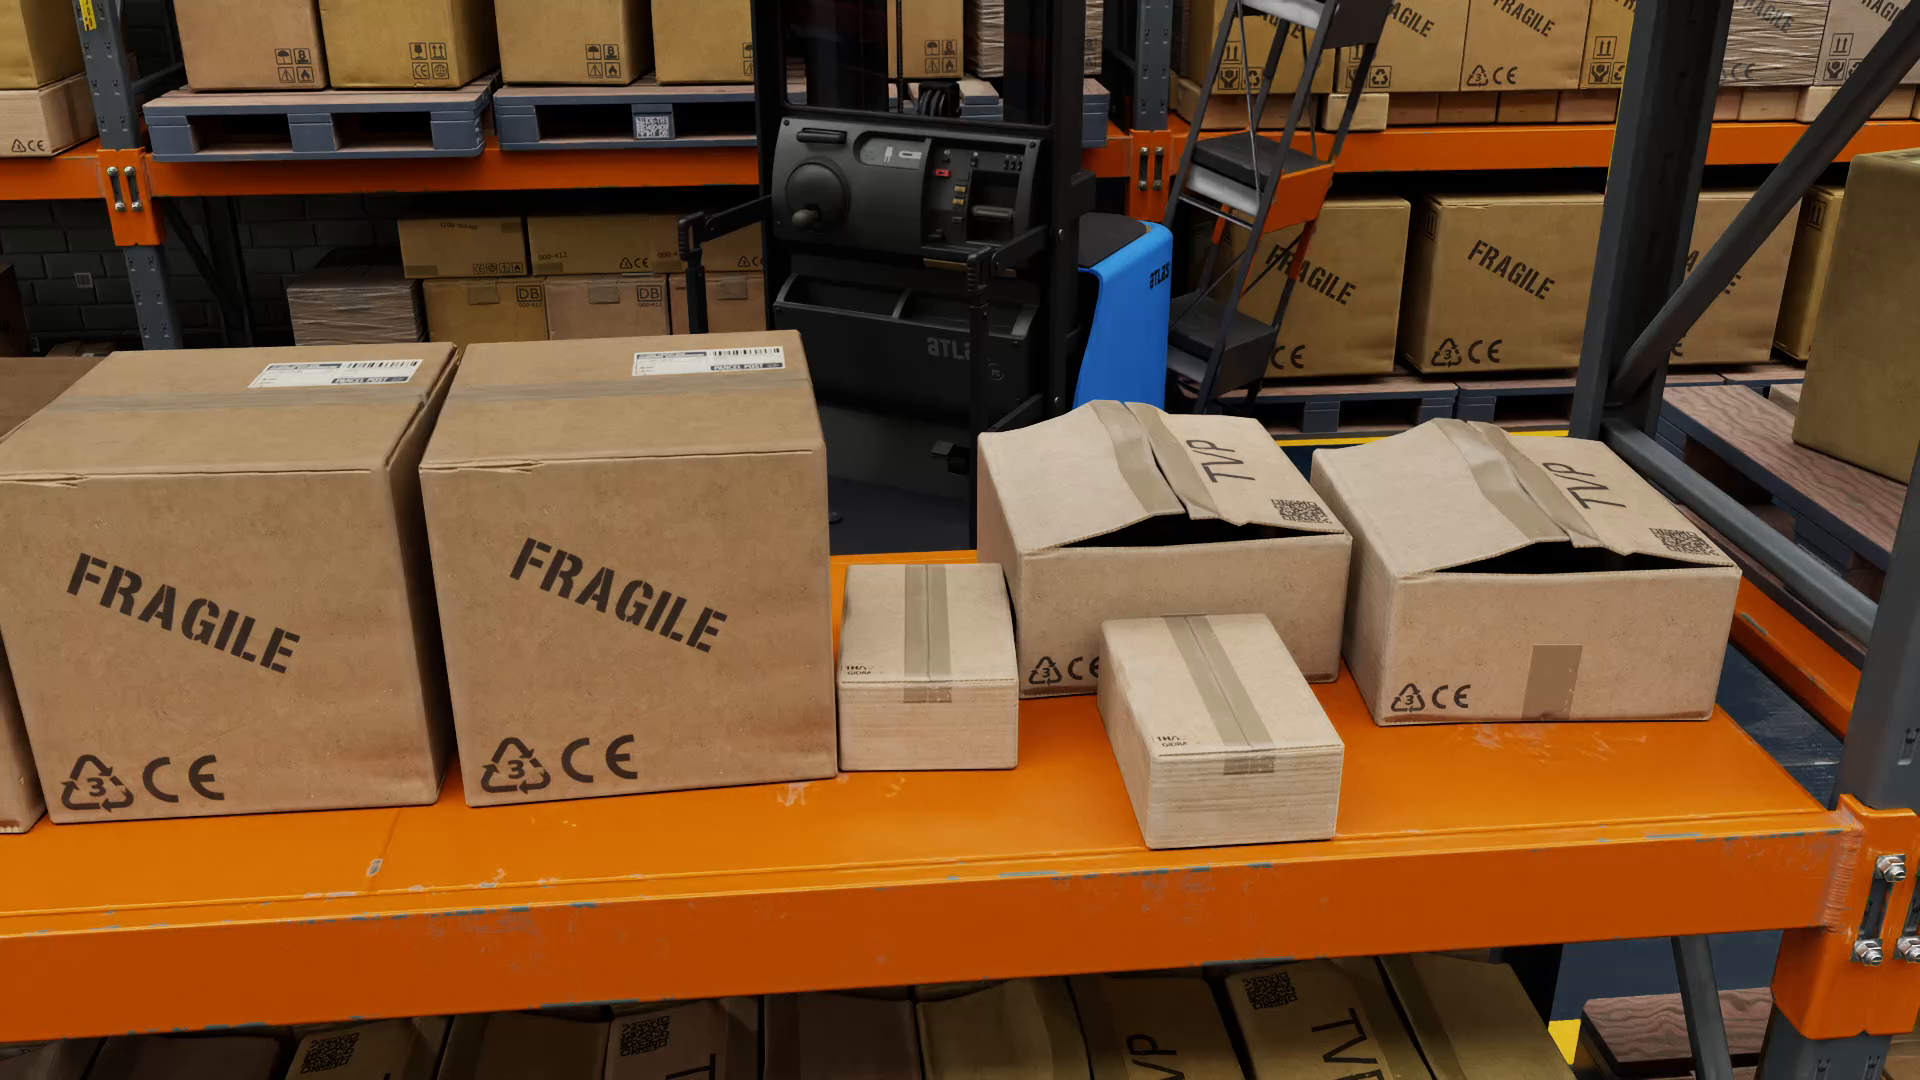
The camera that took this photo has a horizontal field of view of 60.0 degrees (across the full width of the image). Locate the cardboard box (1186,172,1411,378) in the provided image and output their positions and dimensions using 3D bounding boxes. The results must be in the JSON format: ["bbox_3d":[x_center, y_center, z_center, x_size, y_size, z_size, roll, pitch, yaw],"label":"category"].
[{"bbox_3d":[1.469,-1.197,7.379,0.750,0.750,0.750,-3,24,-6],"label":"cardboard box"}]

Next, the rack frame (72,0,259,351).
[{"bbox_3d":[-3.257,-1.851,6.722,0.127,3.000,1.000,-2,24,-5],"label":"rack frame"}]

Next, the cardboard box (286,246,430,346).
[{"bbox_3d":[-2.526,-0.946,7.221,0.500,0.500,0.700,-1,24,-3],"label":"cardboard box"}]

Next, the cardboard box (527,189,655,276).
[{"bbox_3d":[-1.571,-1.330,7.162,0.500,0.250,0.500,-3,24,-7],"label":"cardboard box"}]

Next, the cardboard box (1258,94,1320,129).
[{"bbox_3d":[1.326,-1.831,6.961,0.250,0.149,0.380,-2,24,-4],"label":"cardboard box"}]

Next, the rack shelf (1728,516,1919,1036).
[{"bbox_3d":[3.205,0.240,2.902,4.000,0.370,1.077,-2,24,-5],"label":"rack shelf"}]

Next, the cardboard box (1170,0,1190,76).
[{"bbox_3d":[1.168,-2.327,7.278,0.500,0.500,0.500,-2,24,-5],"label":"cardboard box"}]

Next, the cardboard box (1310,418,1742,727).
[{"bbox_3d":[0.848,0.029,2.602,0.500,0.311,0.500,-1,24,-2],"label":"cardboard box"}]

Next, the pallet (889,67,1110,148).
[{"bbox_3d":[0.025,-1.852,6.959,1.003,0.211,1.213,-2,24,-5],"label":"pallet"}]

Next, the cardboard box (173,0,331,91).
[{"bbox_3d":[-2.747,-2.104,6.627,0.500,0.500,0.700,-2,24,-5],"label":"cardboard box"}]

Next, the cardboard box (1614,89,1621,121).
[{"bbox_3d":[2.862,-1.898,7.112,0.250,0.149,0.380,-2,24,-3],"label":"cardboard box"}]

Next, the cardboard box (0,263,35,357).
[{"bbox_3d":[-4.286,-0.852,7.010,0.500,0.500,0.500,-4,24,-9],"label":"cardboard box"}]

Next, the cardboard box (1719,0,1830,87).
[{"bbox_3d":[3.262,-2.200,6.992,0.500,0.500,0.500,-2,24,-5],"label":"cardboard box"}]

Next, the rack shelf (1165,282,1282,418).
[{"bbox_3d":[0.956,-0.699,6.810,0.431,0.518,0.480,31,33,27],"label":"rack shelf"}]

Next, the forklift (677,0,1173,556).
[{"bbox_3d":[-0.274,-1.110,5.138,1.130,2.935,3.031,11,26,23],"label":"forklift"}]

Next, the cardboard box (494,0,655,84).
[{"bbox_3d":[-1.538,-2.163,6.758,0.500,0.500,0.700,1,24,2],"label":"cardboard box"}]

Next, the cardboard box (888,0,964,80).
[{"bbox_3d":[-0.296,-2.201,6.845,0.500,0.500,0.700,-5,24,-10],"label":"cardboard box"}]

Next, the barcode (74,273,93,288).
[{"bbox_3d":[-3.818,-1.132,7.245,0.075,0.075,0.001,-2,24,-5],"label":"barcode"}]

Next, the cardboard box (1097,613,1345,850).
[{"bbox_3d":[0.347,0.254,2.295,0.250,0.149,0.380,-2,24,-5],"label":"cardboard box"}]

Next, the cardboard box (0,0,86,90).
[{"bbox_3d":[-3.697,-1.990,6.272,0.500,0.500,0.500,-2,24,-5],"label":"cardboard box"}]

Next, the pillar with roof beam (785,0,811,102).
[{"bbox_3d":[-0.232,-3.310,2.617,0.400,9.000,9.100,-2,24,-5],"label":"pillar with roof beam"}]

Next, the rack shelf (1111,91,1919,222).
[{"bbox_3d":[2.714,-1.762,7.407,4.000,0.370,1.077,-2,24,-5],"label":"rack shelf"}]

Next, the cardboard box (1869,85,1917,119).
[{"bbox_3d":[3.885,-1.925,7.173,0.250,0.149,0.380,-2,24,-3],"label":"cardboard box"}]

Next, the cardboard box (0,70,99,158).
[{"bbox_3d":[-3.698,-1.650,6.430,0.500,0.250,0.500,-2,24,-5],"label":"cardboard box"}]

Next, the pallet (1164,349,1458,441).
[{"bbox_3d":[1.516,-0.738,7.649,1.213,0.211,1.003,-2,24,-5],"label":"pallet"}]

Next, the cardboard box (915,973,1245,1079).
[{"bbox_3d":[0.201,0.944,2.612,0.500,0.311,0.500,-3,24,-6],"label":"cardboard box"}]

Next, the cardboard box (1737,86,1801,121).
[{"bbox_3d":[3.378,-1.908,7.134,0.250,0.149,0.380,-2,24,-5],"label":"cardboard box"}]

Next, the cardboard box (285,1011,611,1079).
[{"bbox_3d":[-0.801,0.982,2.526,0.500,0.311,0.500,-2,24,-4],"label":"cardboard box"}]

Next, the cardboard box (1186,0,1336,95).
[{"bbox_3d":[1.232,-2.117,6.807,0.500,0.500,0.500,-2,24,-4],"label":"cardboard box"}]

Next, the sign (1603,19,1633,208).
[{"bbox_3d":[1.152,-0.721,2.850,0.005,0.325,0.100,-2,24,-5],"label":"sign"}]

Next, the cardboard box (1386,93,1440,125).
[{"bbox_3d":[1.837,-1.867,7.043,0.250,0.149,0.380,-3,24,-6],"label":"cardboard box"}]

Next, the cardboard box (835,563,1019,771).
[{"bbox_3d":[-0.049,0.180,2.462,0.250,0.149,0.380,-1,24,-1],"label":"cardboard box"}]

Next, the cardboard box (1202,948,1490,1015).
[{"bbox_3d":[0.664,0.702,3.156,0.500,0.311,0.500,-1,24,-3],"label":"cardboard box"}]

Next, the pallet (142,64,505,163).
[{"bbox_3d":[-2.482,-1.735,6.697,1.213,0.211,1.003,-2,24,-5],"label":"pallet"}]

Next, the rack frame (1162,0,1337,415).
[{"bbox_3d":[0.965,-1.236,6.280,0.400,2.100,0.015,31,33,27],"label":"rack frame"}]

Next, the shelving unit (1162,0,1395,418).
[{"bbox_3d":[1.111,-1.304,6.463,0.431,2.100,0.503,31,33,27],"label":"shelving unit"}]

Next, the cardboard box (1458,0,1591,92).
[{"bbox_3d":[2.248,-2.154,6.889,0.500,0.500,0.500,-2,24,-5],"label":"cardboard box"}]

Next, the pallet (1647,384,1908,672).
[{"bbox_3d":[1.882,0.024,2.740,1.003,0.211,1.213,-2,24,-5],"label":"pallet"}]

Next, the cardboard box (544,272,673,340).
[{"bbox_3d":[-1.505,-0.991,7.322,0.500,0.500,0.700,-2,24,-5],"label":"cardboard box"}]

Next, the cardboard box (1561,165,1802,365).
[{"bbox_3d":[3.186,-1.265,7.532,0.750,0.750,0.750,-2,24,-4],"label":"cardboard box"}]

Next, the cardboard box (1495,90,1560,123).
[{"bbox_3d":[2.352,-1.887,7.088,0.250,0.149,0.380,-2,24,-4],"label":"cardboard box"}]

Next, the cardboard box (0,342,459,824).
[{"bbox_3d":[-0.978,0.040,2.343,0.500,0.500,0.500,-2,24,-5],"label":"cardboard box"}]

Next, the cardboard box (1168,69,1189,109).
[{"bbox_3d":[1.023,-2.022,7.390,0.250,0.149,0.380,-2,24,-4],"label":"cardboard box"}]

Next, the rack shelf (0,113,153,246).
[{"bbox_3d":[-5.247,-1.443,6.688,4.000,0.370,1.077,-2,24,-5],"label":"rack shelf"}]

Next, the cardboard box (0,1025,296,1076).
[{"bbox_3d":[-1.377,0.785,2.969,0.500,0.311,0.500,-2,24,-5],"label":"cardboard box"}]

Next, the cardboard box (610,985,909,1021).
[{"bbox_3d":[-0.365,0.746,3.057,0.500,0.311,0.500,-3,24,-7],"label":"cardboard box"}]
